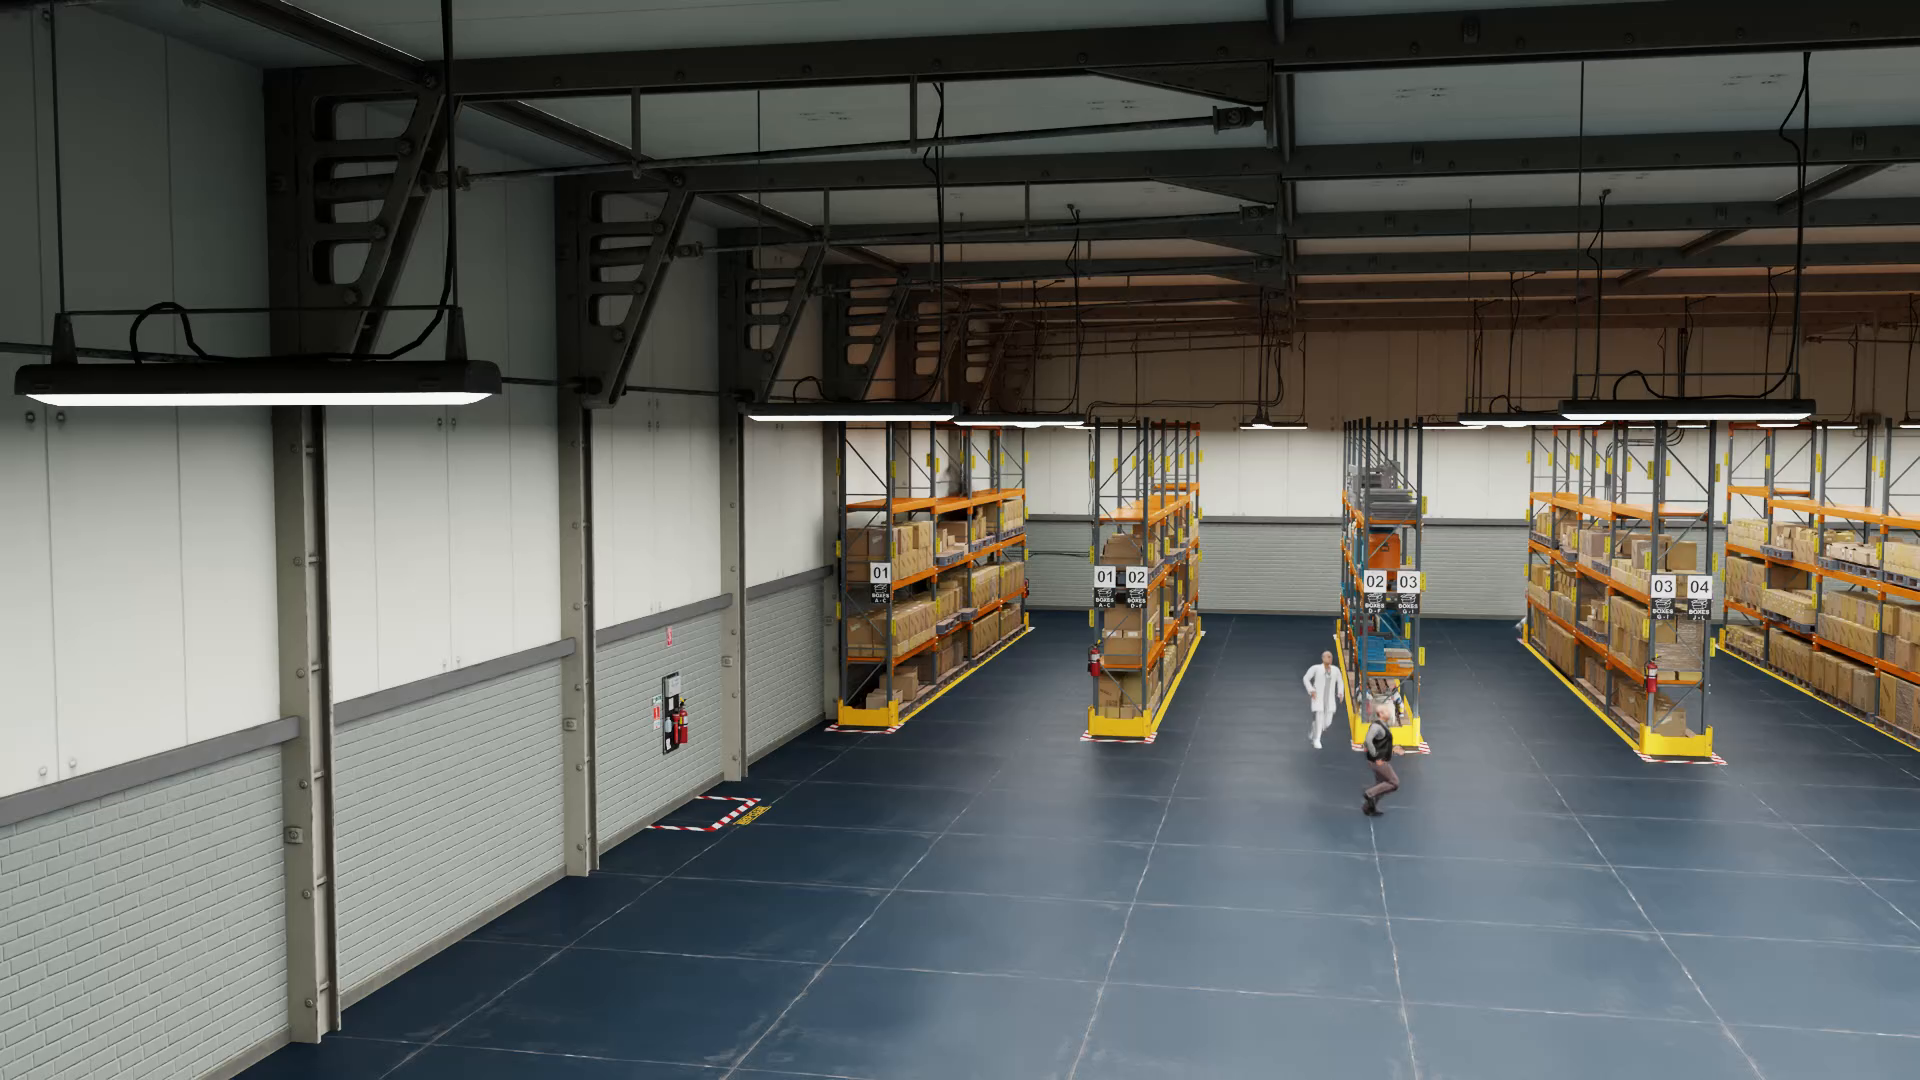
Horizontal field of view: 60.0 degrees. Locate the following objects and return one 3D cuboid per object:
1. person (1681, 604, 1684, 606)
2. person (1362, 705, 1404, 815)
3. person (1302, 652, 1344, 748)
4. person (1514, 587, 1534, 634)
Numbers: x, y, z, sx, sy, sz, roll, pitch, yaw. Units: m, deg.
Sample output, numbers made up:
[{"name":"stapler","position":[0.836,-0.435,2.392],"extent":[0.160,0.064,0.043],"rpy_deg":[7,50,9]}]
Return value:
[{"name":"person","position":[19.023,1.954,44.396],"extent":[0.900,1.759,0.697],"rpy_deg":[-3,5,-36]},{"name":"person","position":[6.303,3.281,24.779],"extent":[0.591,1.663,0.603],"rpy_deg":[1,4,22]},{"name":"person","position":[6.634,2.899,30.339],"extent":[0.779,1.731,0.593],"rpy_deg":[-1,4,-9]},{"name":"person","position":[15.989,1.796,46.316],"extent":[1.005,1.770,0.658],"rpy_deg":[1,4,17]}]
